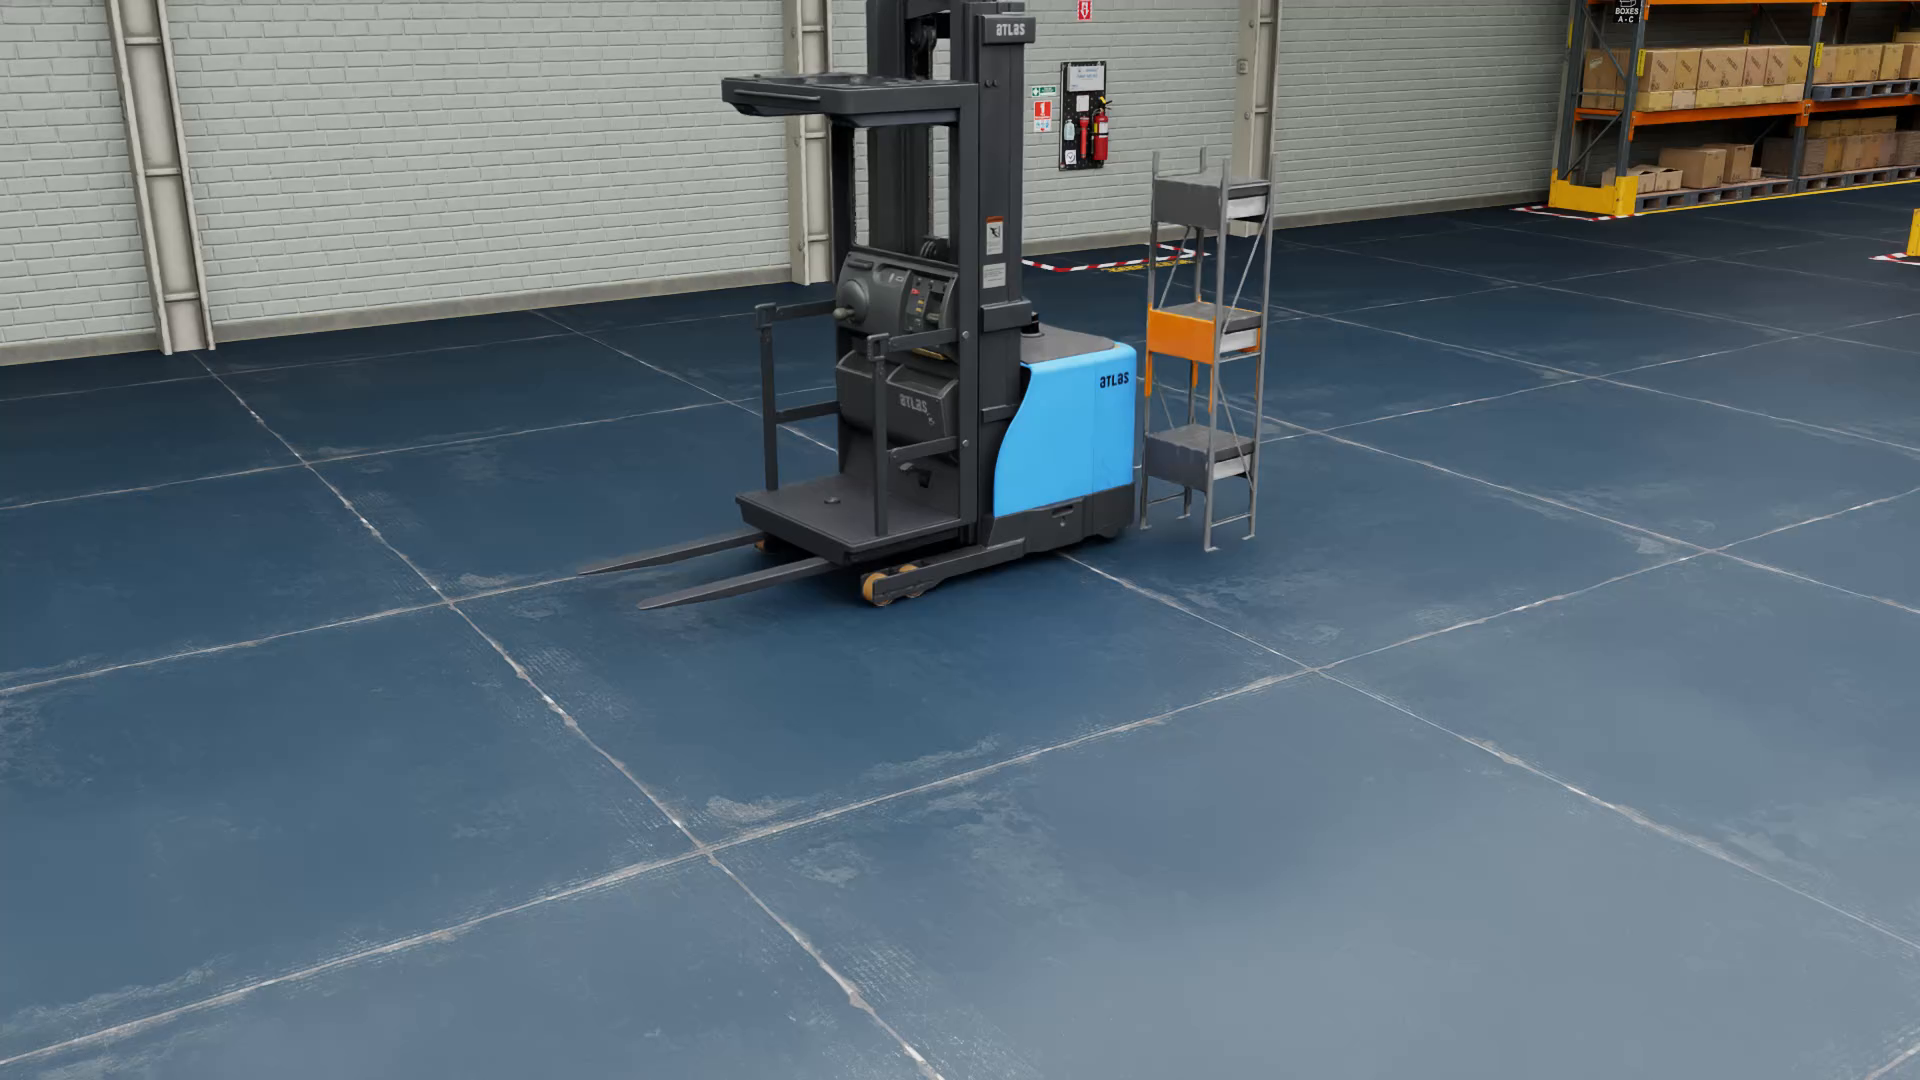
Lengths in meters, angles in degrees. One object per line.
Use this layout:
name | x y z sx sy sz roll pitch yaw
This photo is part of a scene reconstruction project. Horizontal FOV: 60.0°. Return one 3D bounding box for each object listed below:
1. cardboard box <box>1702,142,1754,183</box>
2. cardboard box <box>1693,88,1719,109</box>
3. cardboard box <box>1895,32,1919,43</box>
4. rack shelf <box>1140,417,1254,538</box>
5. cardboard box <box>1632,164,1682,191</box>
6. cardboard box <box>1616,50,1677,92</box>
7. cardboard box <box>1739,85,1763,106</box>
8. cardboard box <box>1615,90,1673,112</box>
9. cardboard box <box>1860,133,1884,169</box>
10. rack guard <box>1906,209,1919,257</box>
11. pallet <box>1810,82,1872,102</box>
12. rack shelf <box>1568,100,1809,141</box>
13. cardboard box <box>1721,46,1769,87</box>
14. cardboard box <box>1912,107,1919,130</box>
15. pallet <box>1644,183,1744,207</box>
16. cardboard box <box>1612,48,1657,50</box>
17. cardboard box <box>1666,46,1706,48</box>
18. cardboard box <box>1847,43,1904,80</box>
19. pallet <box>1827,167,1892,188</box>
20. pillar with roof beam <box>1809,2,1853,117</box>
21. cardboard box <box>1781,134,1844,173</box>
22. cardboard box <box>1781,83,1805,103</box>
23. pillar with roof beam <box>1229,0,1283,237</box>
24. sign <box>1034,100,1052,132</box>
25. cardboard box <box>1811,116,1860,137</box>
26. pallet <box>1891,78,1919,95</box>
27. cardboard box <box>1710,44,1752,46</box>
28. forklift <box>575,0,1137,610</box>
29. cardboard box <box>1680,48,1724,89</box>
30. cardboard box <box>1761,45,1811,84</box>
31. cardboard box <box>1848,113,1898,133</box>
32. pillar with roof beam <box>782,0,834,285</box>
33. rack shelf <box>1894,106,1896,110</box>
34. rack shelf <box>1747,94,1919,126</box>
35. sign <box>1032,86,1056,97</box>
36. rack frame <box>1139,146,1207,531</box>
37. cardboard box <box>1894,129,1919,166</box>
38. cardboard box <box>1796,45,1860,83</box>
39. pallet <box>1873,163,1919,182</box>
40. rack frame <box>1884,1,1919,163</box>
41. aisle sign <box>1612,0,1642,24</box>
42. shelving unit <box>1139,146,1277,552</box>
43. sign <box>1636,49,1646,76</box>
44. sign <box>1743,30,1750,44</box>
cardboard box | 10.912 -5.382 23.696 0.500 0.500 0.500 -14 23 -35
cardboard box | 9.853 -5.969 22.421 0.500 0.250 0.500 -12 22 -32
cardboard box | 14.565 -7.689 25.449 0.250 0.149 0.380 -17 25 -40
rack shelf | 1.328 -0.354 9.242 0.431 0.518 0.480 -15 24 -37
cardboard box | 9.520 -4.979 22.801 0.500 0.311 0.500 -10 21 -27
cardboard box | 8.980 -6.144 21.766 0.500 0.500 0.500 -12 22 -31
cardboard box | 10.696 -6.147 22.945 0.500 0.250 0.500 -12 22 -32
cardboard box | 8.998 -5.786 21.878 0.500 0.250 0.500 -13 22 -33
cardboard box | 13.631 -5.984 25.478 0.500 0.500 0.700 -12 22 -32
rack guard | 11.124 -3.334 18.325 0.348 0.500 1.175 -12 22 -31
pallet | 12.475 -6.556 24.252 1.213 0.211 1.003 -12 22 -31
rack shelf | 10.086 -5.858 23.012 4.000 0.370 1.077 -12 22 -31
cardboard box | 10.692 -6.503 22.830 0.500 0.500 0.500 -13 22 -33
cardboard box | 15.784 -6.530 26.579 0.750 0.750 0.750 -12 22 -32
pallet | 10.195 -4.886 23.368 1.213 0.211 1.003 -12 22 -31
cardboard box | 9.119 -6.366 22.423 0.500 0.500 0.500 -12 22 -31
cardboard box | 9.969 -6.547 22.958 0.500 0.500 0.500 -12 22 -31
cardboard box | 13.682 -7.200 25.017 0.500 0.500 0.700 -12 22 -31
pallet | 13.426 -5.584 25.431 1.213 0.211 1.003 -12 22 -31
pillar with roof beam | 15.904 -8.948 21.663 0.400 9.000 9.100 -12 22 -31
cardboard box | 12.766 -5.814 24.974 0.500 0.500 0.700 -12 22 -32
cardboard box | 11.528 -6.325 23.473 0.500 0.250 0.500 -12 22 -31
pillar with roof beam | 5.882 -6.835 15.411 0.400 9.000 9.100 -12 22 -31
sign | 0.911 -4.666 18.308 0.234 0.329 0.001 -12 22 -31
cardboard box | 13.161 -6.236 25.051 0.500 0.250 0.500 -13 22 -33
pallet | 14.561 -7.011 25.598 1.003 0.211 1.213 -12 22 -31
cardboard box | 10.815 -6.728 23.493 0.500 0.500 0.500 -12 22 -32
forklift | -0.492 -1.247 8.357 3.031 2.935 1.130 -14 23 -36
cardboard box | 9.833 -6.317 22.280 0.500 0.500 0.500 -13 22 -33
cardboard box | 11.532 -6.679 23.348 0.500 0.500 0.500 -12 22 -32
cardboard box | 14.014 -6.411 25.569 0.500 0.250 0.500 -11 22 -30
pillar with roof beam | 0.871 -5.778 12.284 0.400 9.000 9.100 -12 22 -31
rack shelf | 16.768 -7.267 27.180 4.000 0.370 1.077 -12 22 -31
rack shelf | 13.427 -6.562 25.096 4.000 0.370 1.077 -12 22 -31
sign | 0.919 -4.916 18.218 0.331 0.109 0.001 -12 22 -31
rack frame | 1.173 -1.090 9.191 0.400 2.100 0.015 -15 24 -37
cardboard box | 14.525 -6.139 25.936 0.500 0.500 0.700 -12 22 -31
cardboard box | 12.671 -6.984 24.376 0.500 0.500 0.700 -9 21 -26
pallet | 14.444 -5.797 26.063 1.213 0.211 1.003 -12 22 -31
rack frame | 15.098 -7.255 26.022 0.127 3.000 1.000 -12 22 -31
aisle sign | 8.521 -6.985 21.163 0.004 0.787 0.394 -12 22 -31
shelving unit | 1.329 -1.030 9.013 0.431 2.100 0.503 -15 24 -37
sign | 8.715 -6.111 21.287 0.005 0.325 0.100 -12 22 -31
sign | 11.449 -7.247 24.190 0.005 0.325 0.100 -12 22 -31
